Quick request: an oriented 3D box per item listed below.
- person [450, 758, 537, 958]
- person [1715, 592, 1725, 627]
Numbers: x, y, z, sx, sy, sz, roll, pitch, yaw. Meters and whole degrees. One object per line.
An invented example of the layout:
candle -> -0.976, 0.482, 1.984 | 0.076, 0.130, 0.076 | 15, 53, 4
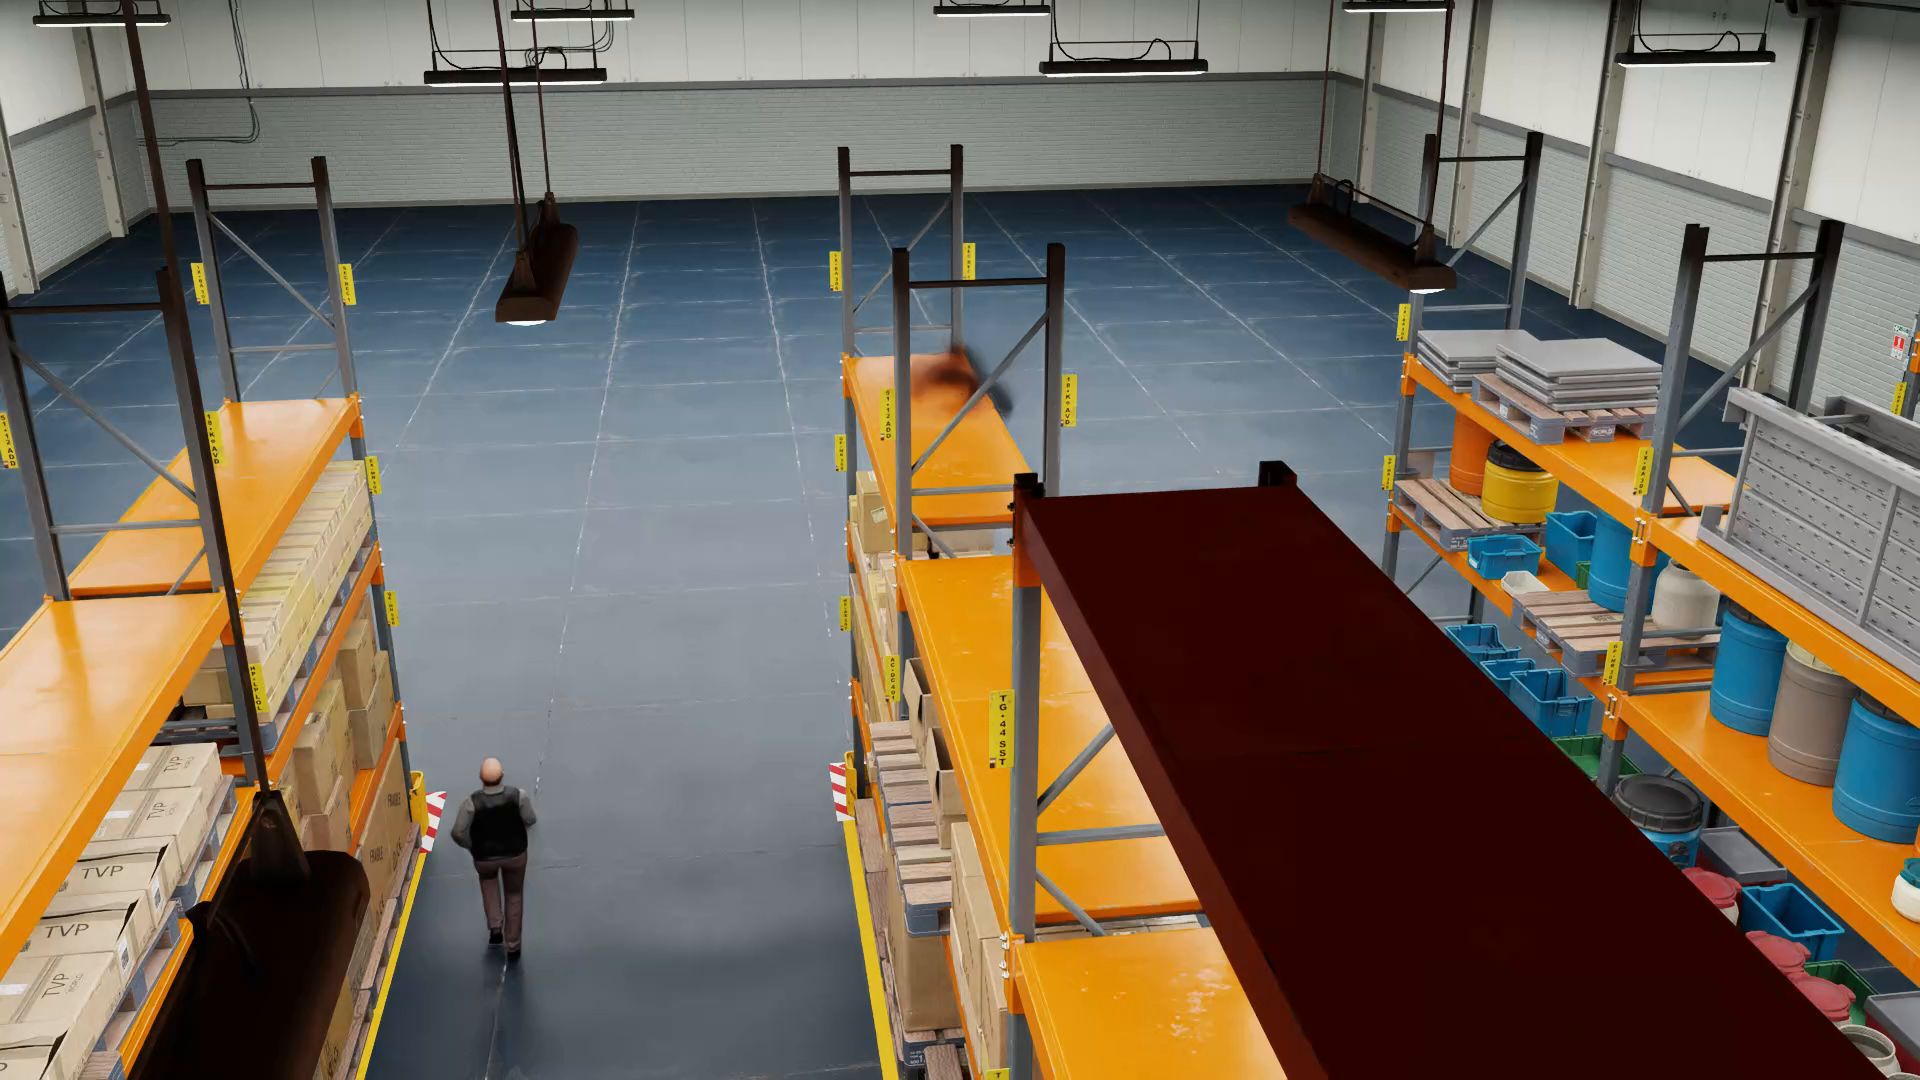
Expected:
person -> -3.646, 2.455, 13.135 | 0.642, 1.717, 0.647 | -5, 22, -13
person -> 8.147, 0.582, 18.250 | 0.758, 1.445, 0.549 | 9, 23, 21
